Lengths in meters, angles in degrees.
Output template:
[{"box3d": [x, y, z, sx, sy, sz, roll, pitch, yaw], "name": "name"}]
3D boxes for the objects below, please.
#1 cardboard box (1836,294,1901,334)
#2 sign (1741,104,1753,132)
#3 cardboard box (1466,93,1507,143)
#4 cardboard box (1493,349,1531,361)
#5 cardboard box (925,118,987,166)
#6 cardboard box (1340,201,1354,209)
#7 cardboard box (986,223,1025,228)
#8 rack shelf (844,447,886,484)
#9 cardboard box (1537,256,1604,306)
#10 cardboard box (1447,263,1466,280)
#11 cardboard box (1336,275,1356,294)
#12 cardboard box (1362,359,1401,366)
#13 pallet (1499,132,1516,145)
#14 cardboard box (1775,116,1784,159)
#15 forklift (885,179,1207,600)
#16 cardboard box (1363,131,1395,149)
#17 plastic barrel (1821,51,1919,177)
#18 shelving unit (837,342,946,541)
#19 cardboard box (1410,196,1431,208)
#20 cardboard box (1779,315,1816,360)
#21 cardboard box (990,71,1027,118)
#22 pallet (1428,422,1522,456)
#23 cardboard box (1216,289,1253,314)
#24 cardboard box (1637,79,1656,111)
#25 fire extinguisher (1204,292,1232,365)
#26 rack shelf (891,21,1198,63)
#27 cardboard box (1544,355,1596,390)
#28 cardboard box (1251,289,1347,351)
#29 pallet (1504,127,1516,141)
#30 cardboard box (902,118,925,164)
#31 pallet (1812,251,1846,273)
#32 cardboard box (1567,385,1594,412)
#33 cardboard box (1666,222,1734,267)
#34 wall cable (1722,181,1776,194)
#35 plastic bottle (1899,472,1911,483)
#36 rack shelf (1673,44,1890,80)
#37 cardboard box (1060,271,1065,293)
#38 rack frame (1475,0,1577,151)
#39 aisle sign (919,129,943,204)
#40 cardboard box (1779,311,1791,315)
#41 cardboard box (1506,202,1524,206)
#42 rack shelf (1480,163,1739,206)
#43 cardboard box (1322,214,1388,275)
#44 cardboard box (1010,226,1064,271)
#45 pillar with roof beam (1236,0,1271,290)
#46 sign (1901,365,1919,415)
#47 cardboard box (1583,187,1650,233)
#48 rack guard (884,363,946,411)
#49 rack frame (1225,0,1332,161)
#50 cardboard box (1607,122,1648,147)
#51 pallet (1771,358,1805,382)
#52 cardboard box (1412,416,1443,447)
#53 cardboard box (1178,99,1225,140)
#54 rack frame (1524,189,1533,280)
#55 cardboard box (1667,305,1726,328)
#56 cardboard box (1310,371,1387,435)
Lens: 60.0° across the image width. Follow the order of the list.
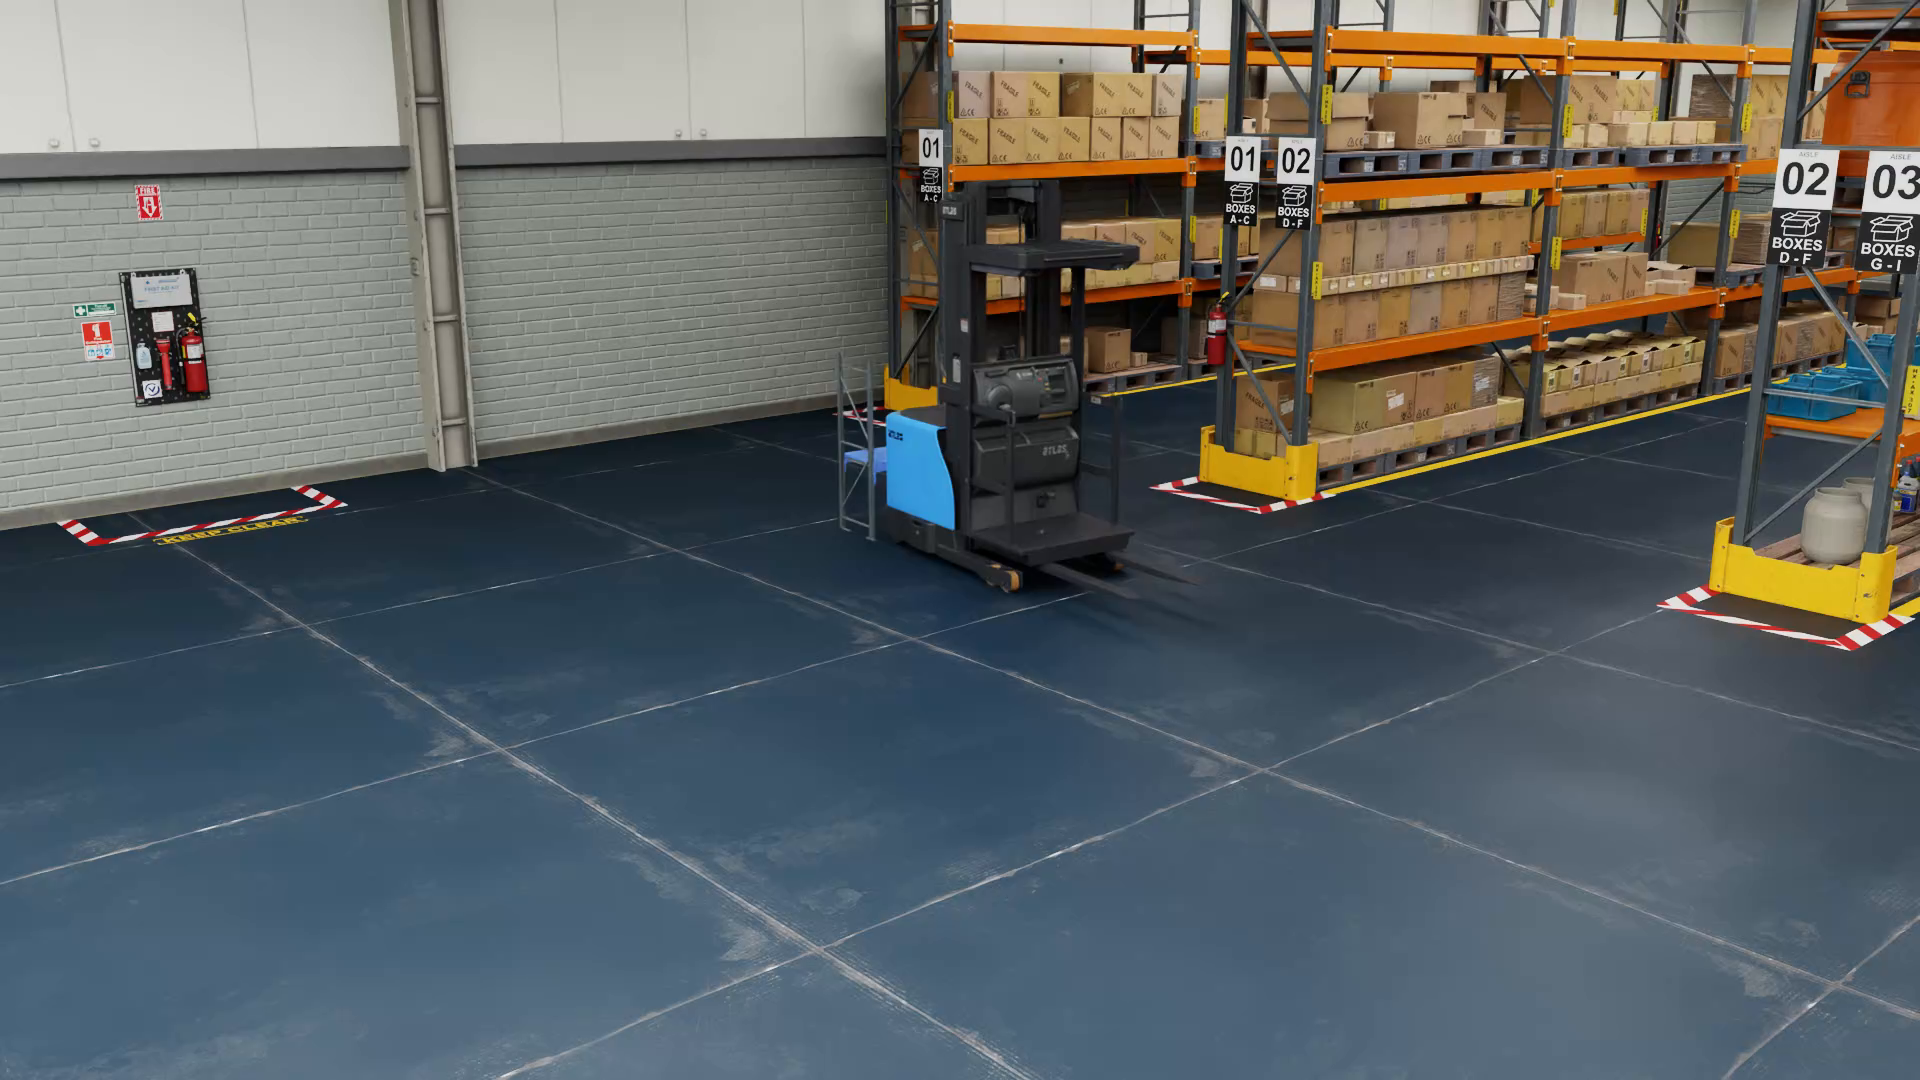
[{"box3d": [13.260, -3.304, 24.291, 0.637, 0.503, 0.797, -13, 19, -39], "name": "cardboard box"}, {"box3d": [9.187, -4.928, 19.420, 0.005, 0.325, 0.100, -13, 19, -39], "name": "sign"}, {"box3d": [5.258, -4.357, 17.157, 0.500, 0.500, 0.500, -11, 18, -35], "name": "cardboard box"}, {"box3d": [6.317, -1.982, 18.785, 0.500, 0.311, 0.500, -12, 19, -38], "name": "cardboard box"}, {"box3d": [-0.045, -4.424, 18.455, 0.500, 0.500, 0.500, -12, 19, -38], "name": "cardboard box"}, {"box3d": [5.334, -4.774, 23.508, 0.380, 0.149, 0.250, 13, 20, 40], "name": "cardboard box"}, {"box3d": [0.529, -3.502, 19.845, 0.500, 0.500, 0.500, -13, 20, -41], "name": "cardboard box"}, {"box3d": [-0.450, -0.677, 14.076, 1.000, 0.185, 0.538, -11, 18, -35], "name": "rack shelf"}, {"box3d": [6.799, -2.887, 18.553, 0.500, 0.500, 0.500, -11, 18, -35], "name": "cardboard box"}, {"box3d": [4.788, -2.682, 16.527, 0.250, 0.149, 0.380, -12, 19, -38], "name": "cardboard box"}, {"box3d": [3.428, -2.377, 15.385, 0.250, 0.149, 0.380, -13, 20, -41], "name": "cardboard box"}, {"box3d": [4.126, -1.588, 16.942, 0.500, 0.500, 0.500, -13, 19, -39], "name": "cardboard box"}, {"box3d": [7.932, -6.134, 25.459, 1.217, 0.209, 0.805, -14, 20, -42], "name": "pallet"}, {"box3d": [9.913, -5.053, 20.848, 0.500, 0.500, 0.910, -13, 19, -39], "name": "cardboard box"}, {"box3d": [0.624, -1.168, 12.442, 1.130, 2.935, 3.031, -10, 18, -33], "name": "forklift"}, {"box3d": [3.797, -3.709, 15.411, 0.250, 0.149, 0.380, -13, 19, -39], "name": "cardboard box"}, {"box3d": [6.326, -2.947, 11.512, 0.708, 0.830, 0.600, -13, 19, -39], "name": "plastic barrel"}, {"box3d": [-0.450, -0.851, 14.030, 1.048, 1.500, 0.538, -11, 18, -35], "name": "shelving unit"}, {"box3d": [6.491, -4.946, 24.193, 0.500, 0.250, 0.500, -13, 20, -40], "name": "cardboard box"}, {"box3d": [10.905, -2.677, 21.949, 0.500, 0.500, 0.500, -12, 19, -39], "name": "cardboard box"}, {"box3d": [0.401, -4.992, 18.645, 0.500, 0.500, 0.500, -13, 20, -40], "name": "cardboard box"}, {"box3d": [5.184, -1.149, 17.643, 1.213, 0.211, 1.003, -13, 19, -39], "name": "pallet"}, {"box3d": [3.821, -3.246, 22.627, 0.500, 0.250, 0.500, -13, 20, -41], "name": "cardboard box"}, {"box3d": [11.236, -7.433, 27.781, 0.500, 0.500, 0.500, -13, 20, -40], "name": "cardboard box"}, {"box3d": [2.400, -1.978, 15.494, 0.183, 0.674, 0.296, -13, 19, -39], "name": "fire extinguisher"}, {"box3d": [1.048, -5.797, 19.416, 4.000, 0.370, 1.077, -13, 19, -39], "name": "rack shelf"}, {"box3d": [6.668, -1.874, 18.379, 0.500, 0.311, 0.500, -13, 20, -40], "name": "cardboard box"}, {"box3d": [3.154, -2.070, 15.494, 0.500, 0.500, 0.700, -13, 19, -39], "name": "cardboard box"}, {"box3d": [9.216, -6.485, 26.574, 1.213, 0.211, 1.003, -13, 19, -39], "name": "pallet"}, {"box3d": [-0.312, -4.536, 18.875, 0.500, 0.500, 0.500, -11, 18, -35], "name": "cardboard box"}, {"box3d": [11.172, -3.771, 22.428, 1.213, 0.211, 1.003, -13, 19, -39], "name": "pallet"}, {"box3d": [6.665, -1.604, 18.456, 0.500, 0.250, 0.500, -12, 19, -38], "name": "cardboard box"}, {"box3d": [9.230, -3.680, 20.708, 0.700, 0.500, 0.500, 8, 17, 28], "name": "cardboard box"}, {"box3d": [16.110, -7.906, 31.928, 0.112, 2.526, 3.097, -13, 19, -39], "name": "wall cable"}, {"box3d": [7.950, -0.432, 13.990, 0.097, 0.271, 0.097, 0, 15, 0], "name": "plastic bottle"}, {"box3d": [10.337, -5.997, 20.932, 4.000, 0.370, 1.077, -13, 19, -39], "name": "rack shelf"}, {"box3d": [0.886, -3.043, 19.581, 0.500, 0.250, 0.500, -13, 20, -40], "name": "cardboard box"}, {"box3d": [5.811, -5.521, 16.983, 0.127, 3.000, 1.000, -13, 19, -39], "name": "rack frame"}, {"box3d": [-0.318, -4.094, 18.228, 0.004, 0.787, 0.394, -13, 19, -39], "name": "aisle sign"}, {"box3d": [10.926, -2.856, 22.621, 0.500, 0.500, 0.500, -12, 19, -39], "name": "cardboard box"}, {"box3d": [8.409, -5.016, 25.908, 0.500, 0.500, 0.500, -13, 20, -40], "name": "cardboard box"}, {"box3d": [7.320, -4.063, 18.731, 4.000, 0.370, 1.077, -13, 19, -39], "name": "rack shelf"}, {"box3d": [3.587, -2.796, 15.698, 0.500, 0.500, 0.700, -13, 20, -41], "name": "cardboard box"}, {"box3d": [0.870, -3.399, 19.461, 0.500, 0.500, 0.500, -13, 20, -41], "name": "cardboard box"}, {"box3d": [6.852, -6.273, 19.796, 0.400, 9.000, 9.100, -13, 19, -39], "name": "pillar with roof beam"}, {"box3d": [6.400, -1.006, 11.168, 0.005, 0.325, 0.100, -13, 19, -39], "name": "sign"}, {"box3d": [11.231, -5.676, 28.606, 0.700, 0.700, 0.980, -12, 19, -37], "name": "cardboard box"}, {"box3d": [-0.404, -1.714, 19.199, 0.348, 0.500, 1.175, -13, 19, -39], "name": "rack guard"}, {"box3d": [2.794, -4.844, 14.446, 0.127, 3.000, 1.000, -13, 19, -39], "name": "rack frame"}, {"box3d": [7.294, -4.514, 18.503, 0.500, 0.250, 0.500, 14, 20, 42], "name": "cardboard box"}, {"box3d": [10.337, -2.278, 21.869, 1.213, 0.211, 1.003, -13, 19, -39], "name": "pallet"}, {"box3d": [4.477, -1.121, 16.649, 0.500, 0.250, 0.500, -13, 19, -39], "name": "cardboard box"}, {"box3d": [3.022, -5.364, 21.199, 0.500, 0.500, 0.500, -9, 18, -32], "name": "cardboard box"}, {"box3d": [8.592, -4.942, 26.439, 0.127, 3.000, 1.000, -13, 19, -39], "name": "rack frame"}, {"box3d": [9.420, -2.882, 21.266, 0.500, 0.250, 0.500, -12, 19, -37], "name": "cardboard box"}, {"box3d": [3.720, -1.315, 15.920, 0.500, 0.500, 0.500, -13, 19, -39], "name": "cardboard box"}]
